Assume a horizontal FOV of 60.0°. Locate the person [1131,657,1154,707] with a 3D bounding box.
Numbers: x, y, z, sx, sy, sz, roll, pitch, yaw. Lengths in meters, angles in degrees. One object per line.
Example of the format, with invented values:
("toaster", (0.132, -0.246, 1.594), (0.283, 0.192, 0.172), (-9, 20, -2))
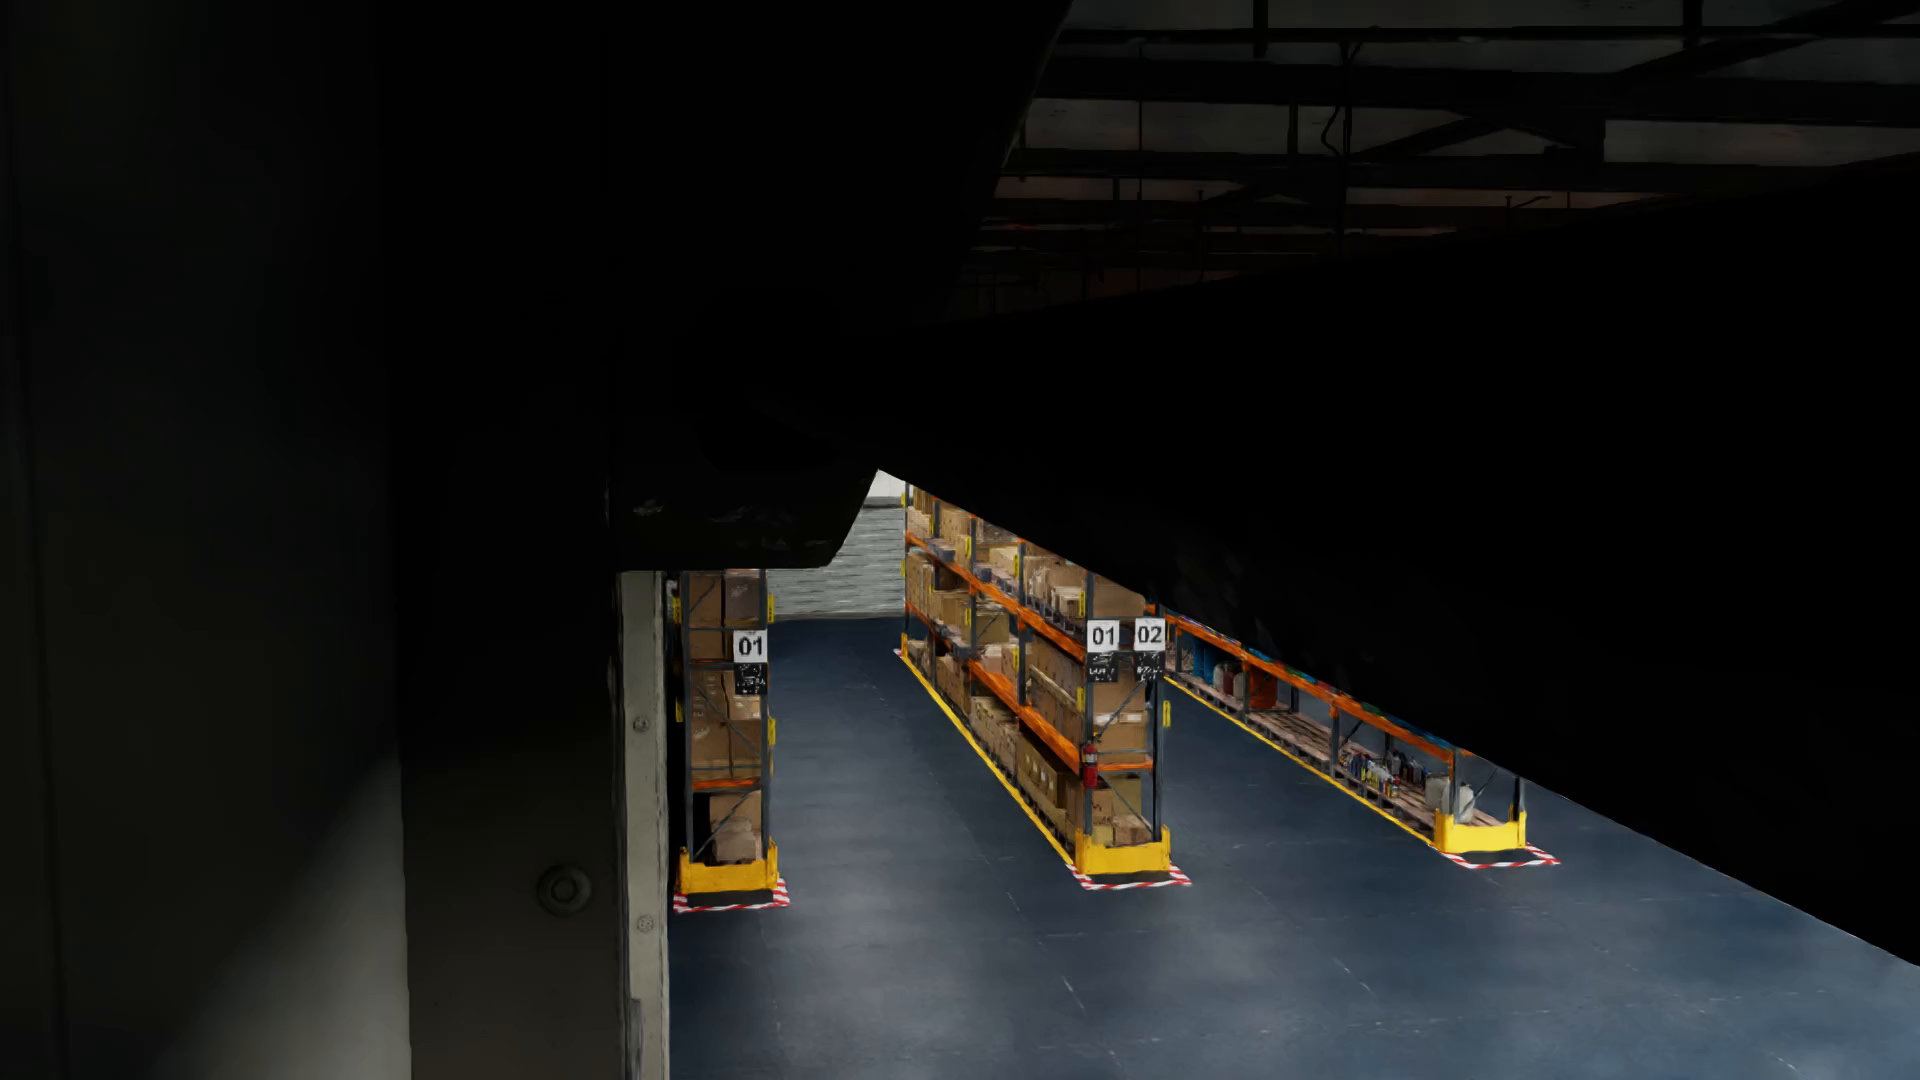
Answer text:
("person", (3.440, 2.362, 30.969), (0.566, 1.541, 0.519), (-1, 6, -13))
